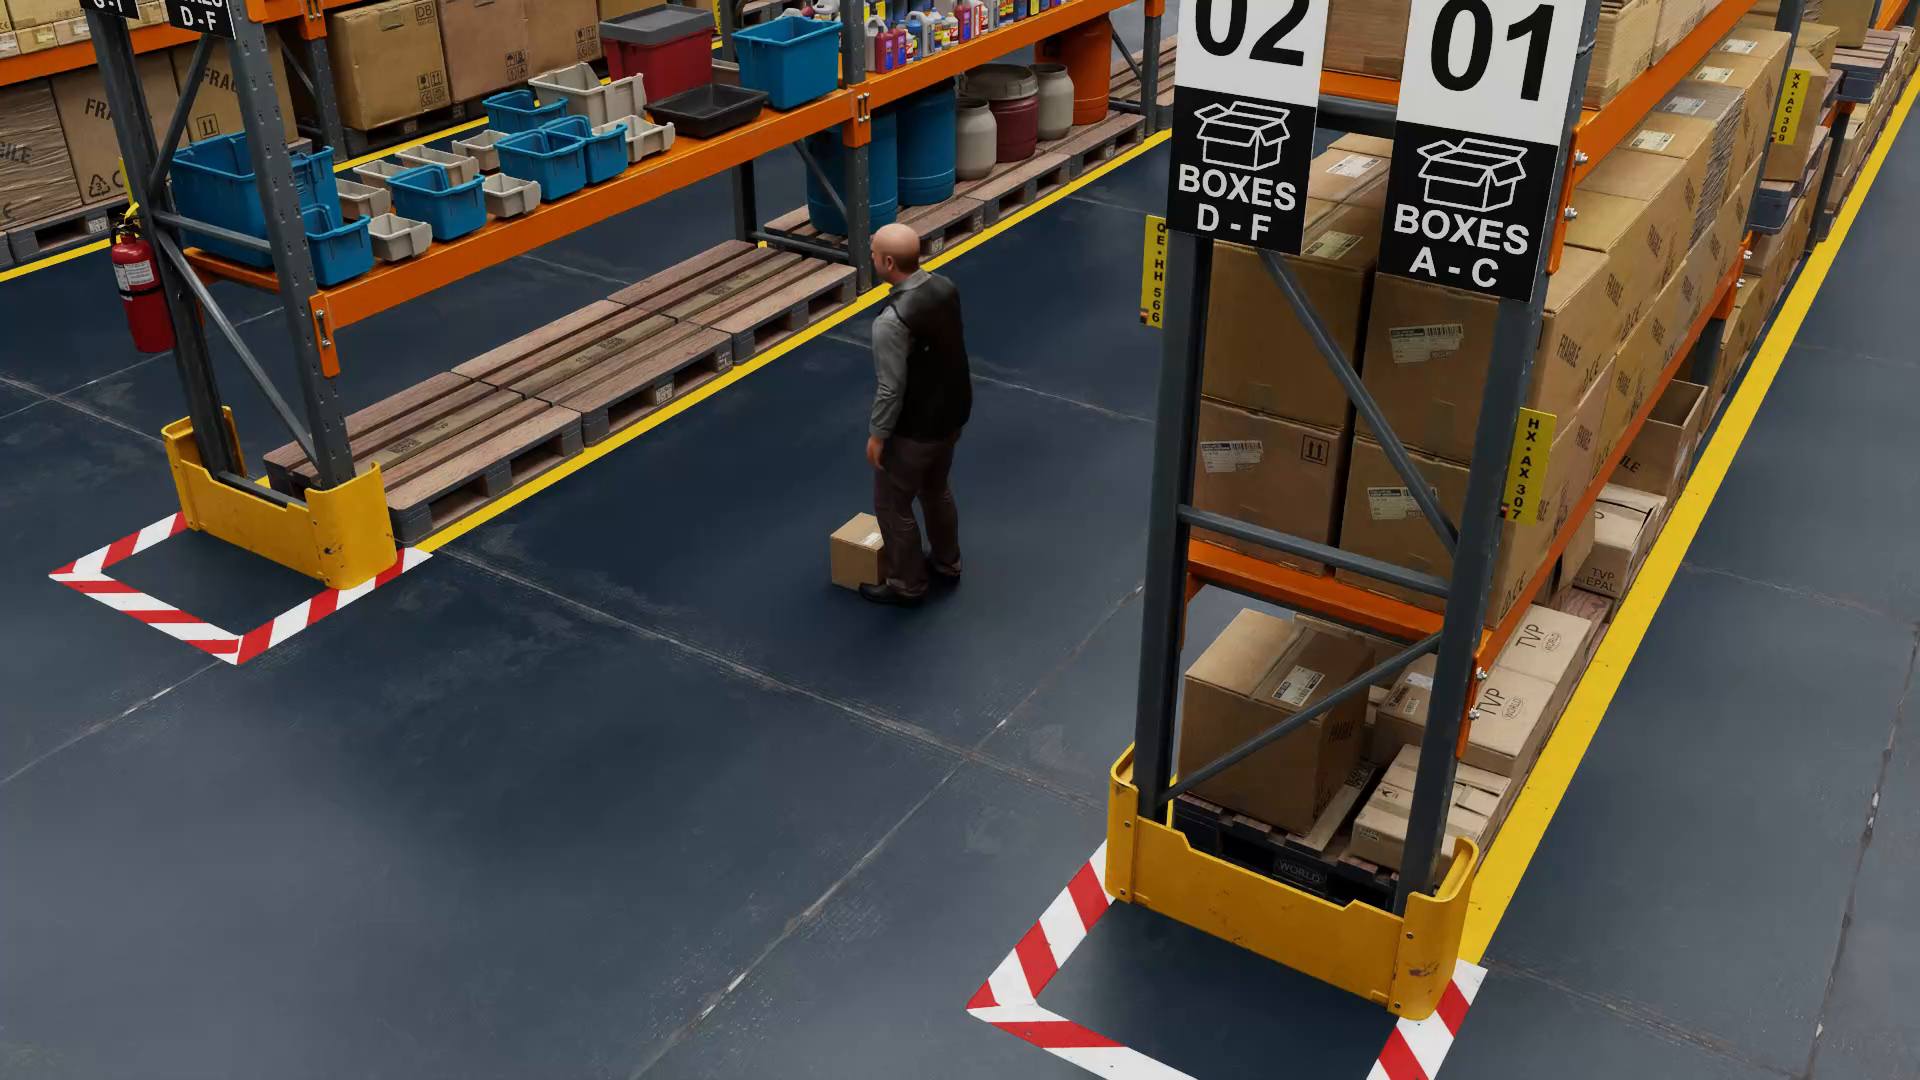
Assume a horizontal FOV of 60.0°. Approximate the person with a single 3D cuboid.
[{"bbox_3d":[-0.213,-0.508,7.024,0.414,1.721,0.588,17,34,26],"label":"person"}]
